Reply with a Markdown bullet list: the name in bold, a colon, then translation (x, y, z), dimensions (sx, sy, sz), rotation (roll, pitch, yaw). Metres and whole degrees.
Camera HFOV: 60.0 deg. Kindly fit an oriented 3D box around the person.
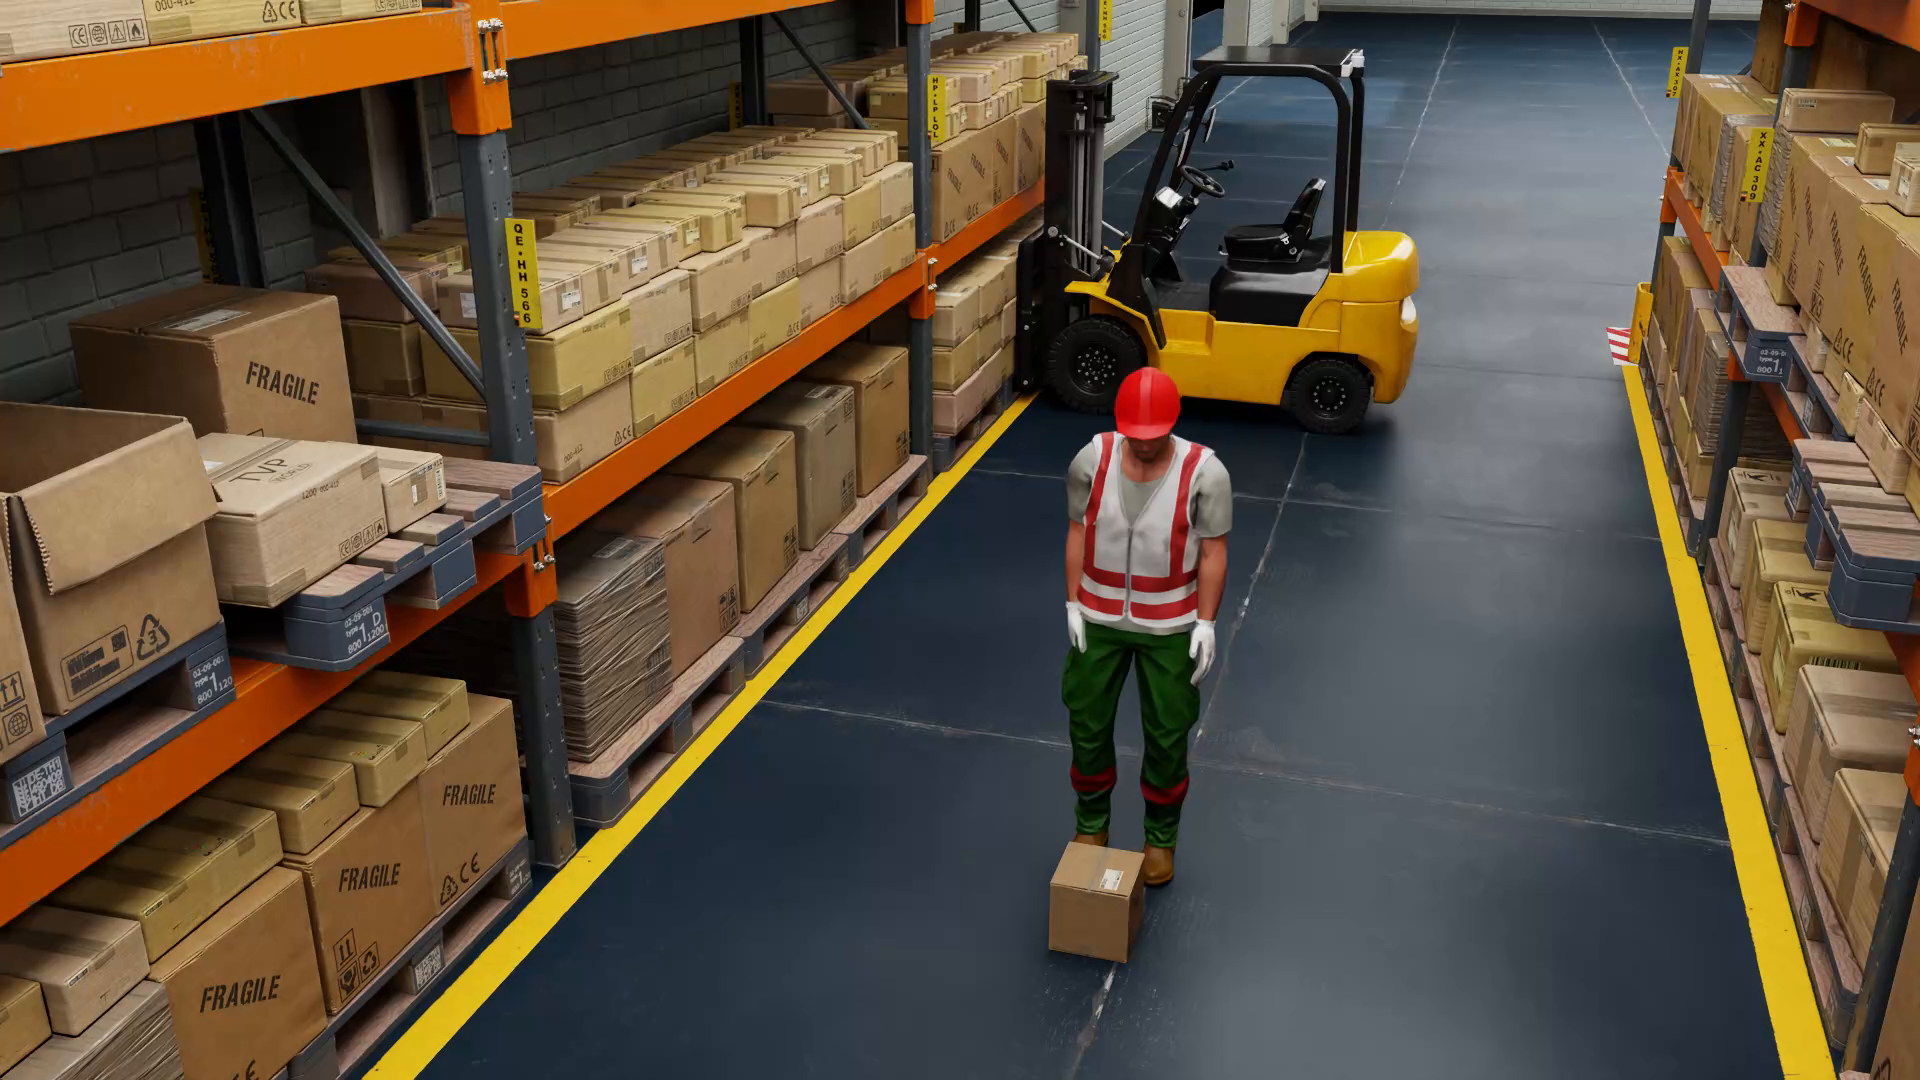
- **person**: translation (0.584, 0.281, 5.387), dimensions (0.535, 1.764, 0.400), rotation (7, 23, 17)
